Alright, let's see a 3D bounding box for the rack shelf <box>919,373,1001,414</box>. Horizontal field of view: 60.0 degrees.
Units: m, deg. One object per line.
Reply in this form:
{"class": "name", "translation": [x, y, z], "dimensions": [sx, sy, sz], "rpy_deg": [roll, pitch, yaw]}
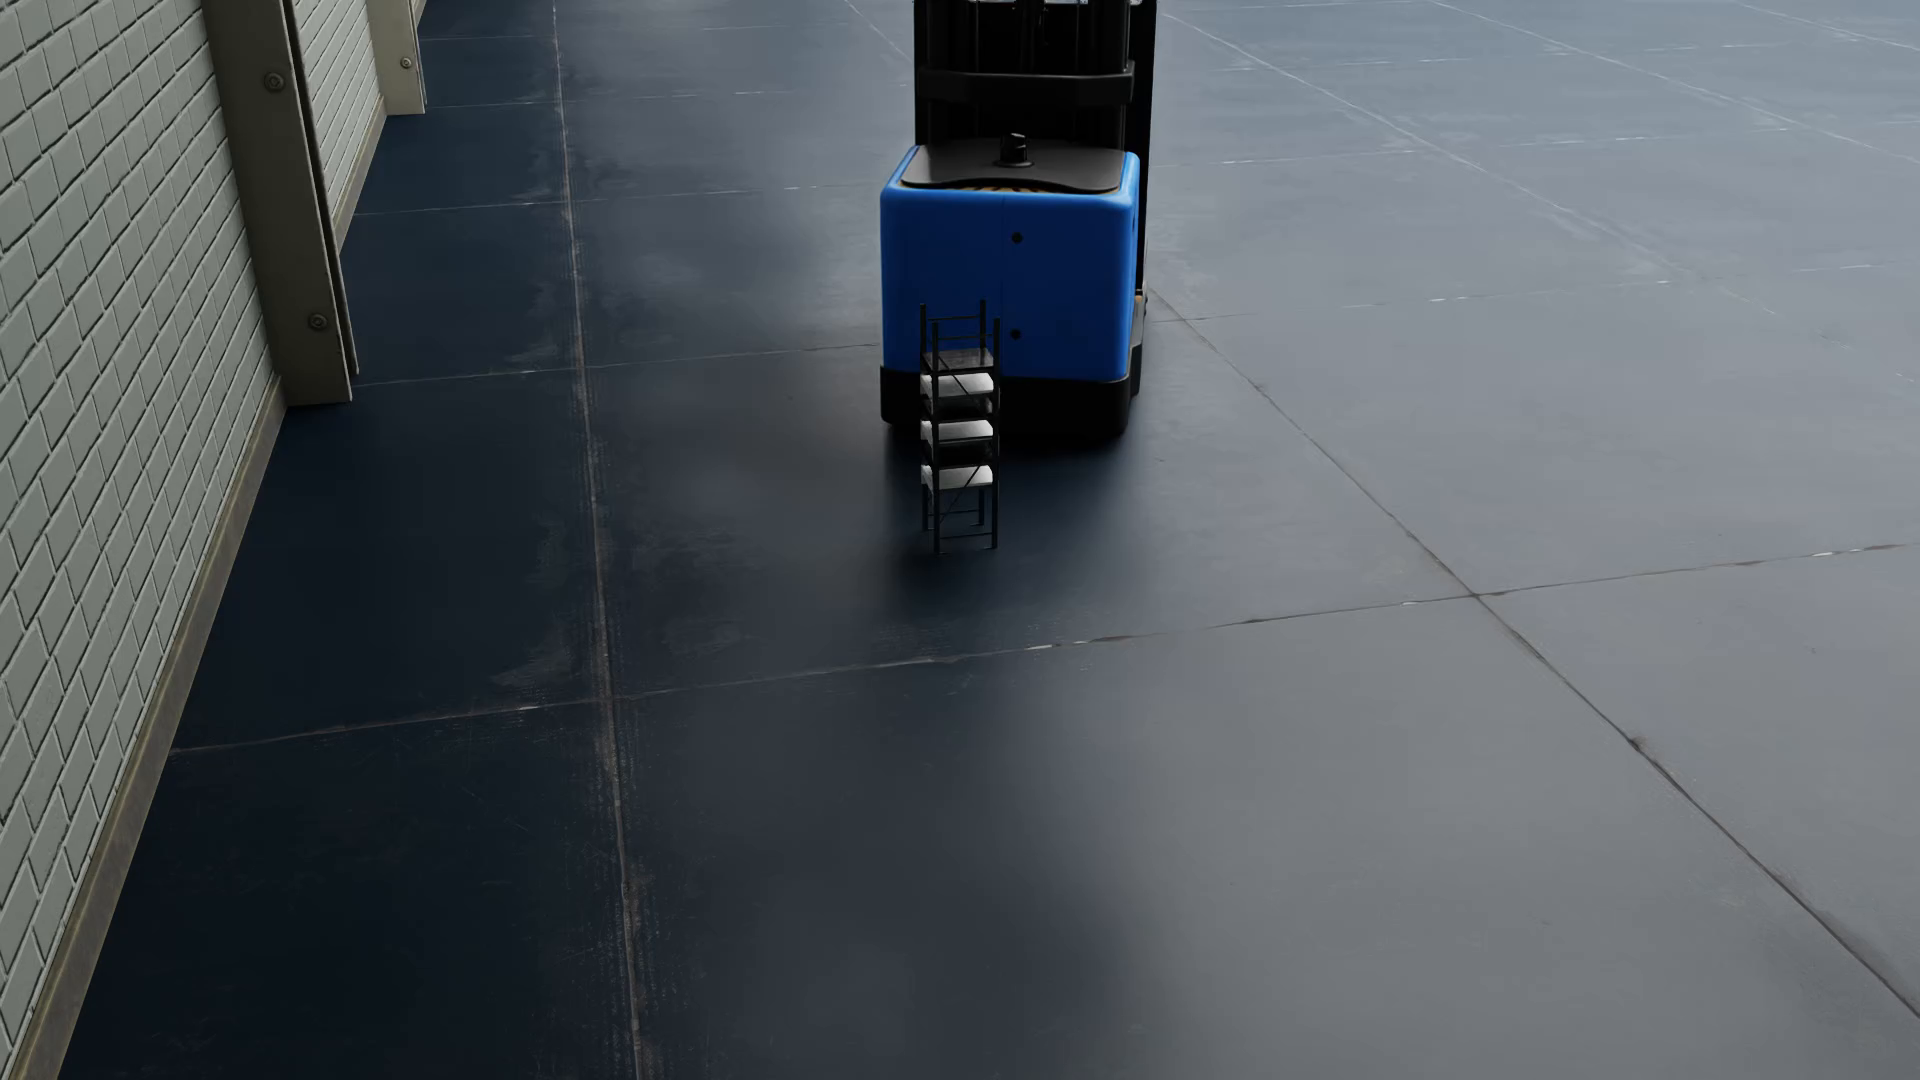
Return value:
{"class": "rack shelf", "translation": [-0.002, -0.536, 5.988], "dimensions": [0.258, 0.077, 0.200], "rpy_deg": [-6, 27, -12]}

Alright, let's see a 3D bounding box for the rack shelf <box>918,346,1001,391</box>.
{"class": "rack shelf", "translation": [-0.002, -0.617, 5.948], "dimensions": [0.258, 0.077, 0.200], "rpy_deg": [-6, 27, -12]}

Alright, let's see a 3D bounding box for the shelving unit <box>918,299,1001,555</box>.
{"class": "shelving unit", "translation": [-0.002, -0.405, 6.054], "dimensions": [0.258, 0.900, 0.210], "rpy_deg": [-6, 27, -12]}

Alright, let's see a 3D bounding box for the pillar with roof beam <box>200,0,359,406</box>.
{"class": "pillar with roof beam", "translation": [1.256, -5.151, 6.469], "dimensions": [9.100, 9.000, 0.400], "rpy_deg": [-6, 27, -12]}

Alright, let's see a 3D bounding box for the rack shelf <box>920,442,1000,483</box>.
{"class": "rack shelf", "translation": [-0.002, -0.295, 6.110], "dimensions": [0.258, 0.077, 0.200], "rpy_deg": [-6, 27, -12]}

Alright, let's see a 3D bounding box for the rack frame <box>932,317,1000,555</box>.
{"class": "rack frame", "translation": [0.021, -0.361, 5.966], "dimensions": [0.240, 0.900, 0.006], "rpy_deg": [-6, 27, -12]}

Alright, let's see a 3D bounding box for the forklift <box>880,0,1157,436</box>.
{"class": "forklift", "translation": [0.368, -2.380, 7.712], "dimensions": [1.130, 2.935, 3.031], "rpy_deg": [3, 27, 7]}

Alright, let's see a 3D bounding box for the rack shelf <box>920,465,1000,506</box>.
{"class": "rack shelf", "translation": [-0.002, -0.215, 6.150], "dimensions": [0.258, 0.077, 0.200], "rpy_deg": [-6, 27, -12]}

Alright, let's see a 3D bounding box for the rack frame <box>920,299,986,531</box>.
{"class": "rack frame", "translation": [-0.025, -0.450, 6.143], "dimensions": [0.240, 0.900, 0.006], "rpy_deg": [-6, 27, -12]}

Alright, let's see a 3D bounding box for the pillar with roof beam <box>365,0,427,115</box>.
{"class": "pillar with roof beam", "translation": [-0.096, -7.785, 11.688], "dimensions": [9.100, 9.000, 0.400], "rpy_deg": [-6, 27, -12]}

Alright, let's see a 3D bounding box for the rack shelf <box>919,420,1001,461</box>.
{"class": "rack shelf", "translation": [-0.002, -0.376, 6.069], "dimensions": [0.258, 0.077, 0.200], "rpy_deg": [-6, 27, -12]}

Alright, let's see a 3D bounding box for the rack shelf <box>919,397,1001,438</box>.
{"class": "rack shelf", "translation": [-0.002, -0.456, 6.029], "dimensions": [0.258, 0.077, 0.200], "rpy_deg": [-6, 27, -12]}
